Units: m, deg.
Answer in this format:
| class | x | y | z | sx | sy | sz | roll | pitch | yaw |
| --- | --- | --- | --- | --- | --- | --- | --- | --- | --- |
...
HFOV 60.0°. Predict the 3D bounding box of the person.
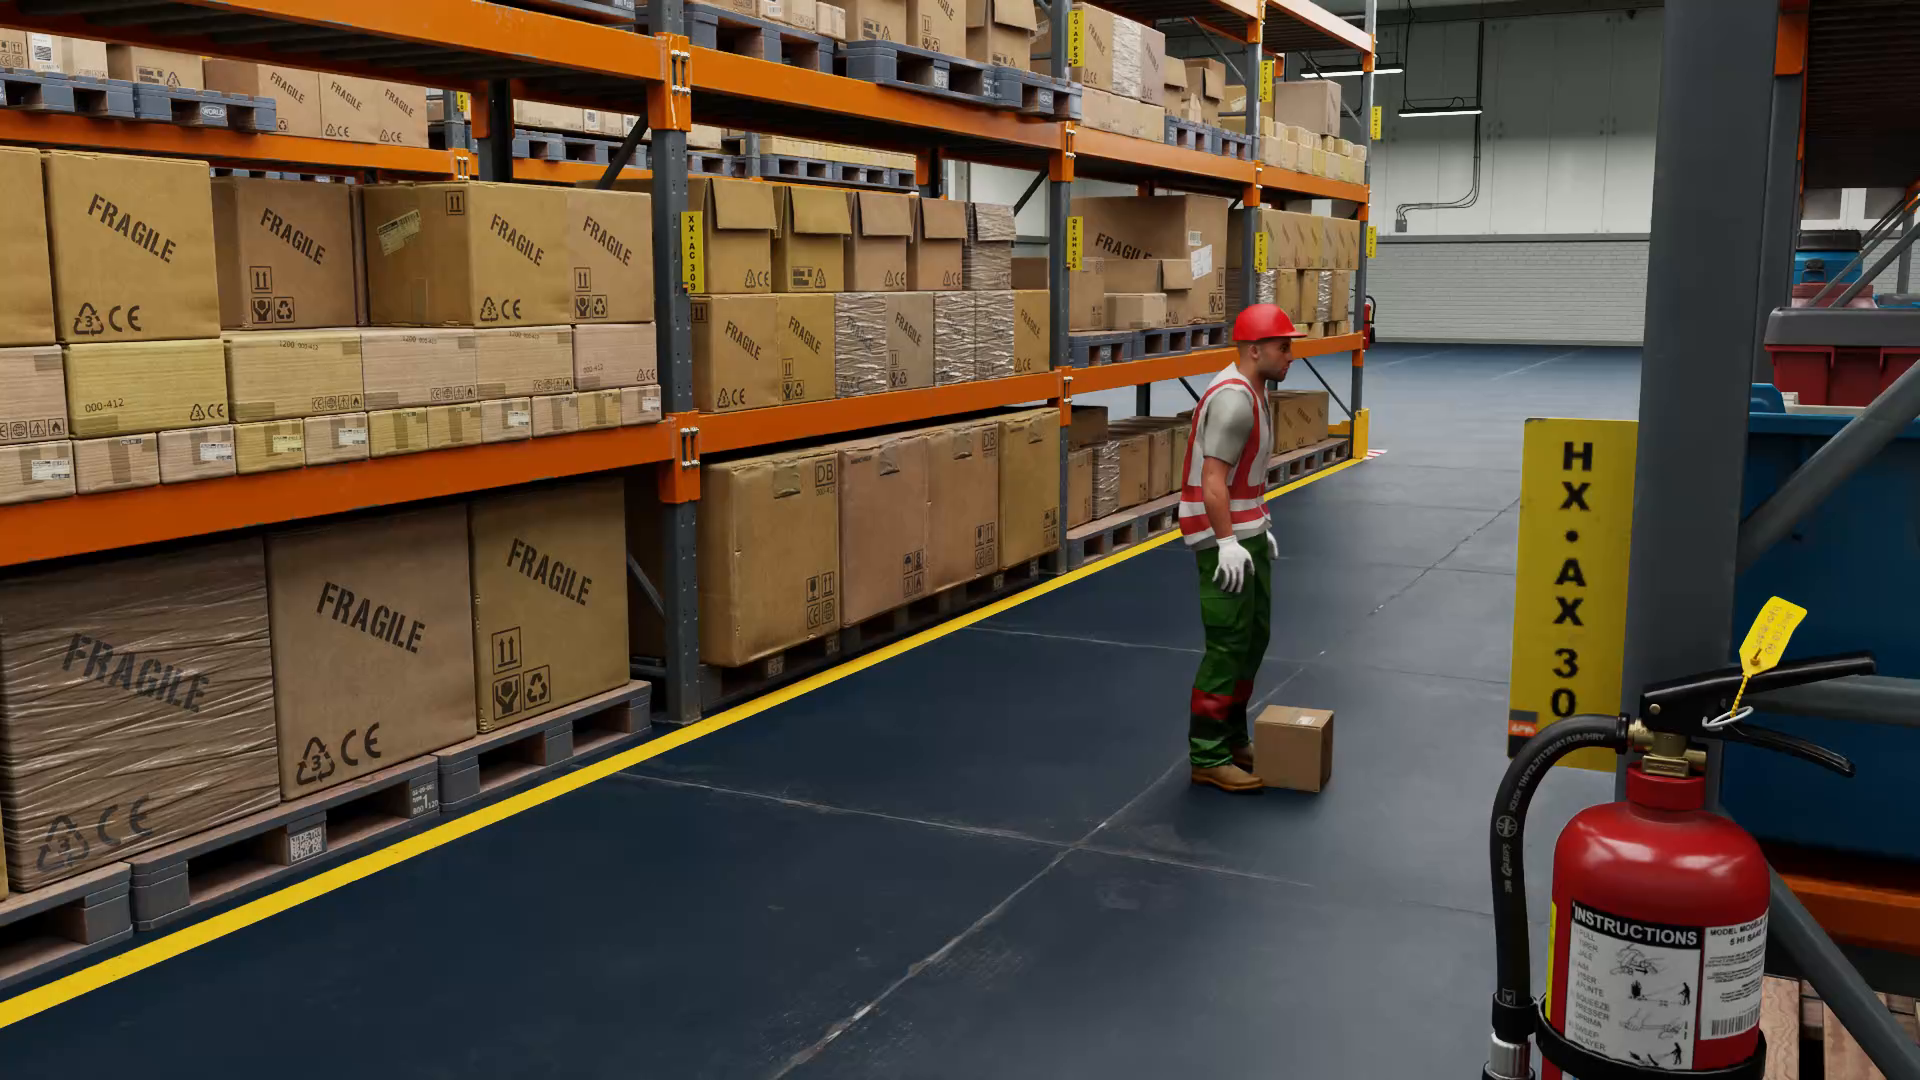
| class | x | y | z | sx | sy | sz | roll | pitch | yaw |
| --- | --- | --- | --- | --- | --- | --- | --- | --- | --- |
| person | 1.057 | 0.010 | 6.250 | 0.446 | 1.780 | 0.620 | 4 | 10 | 23 |
